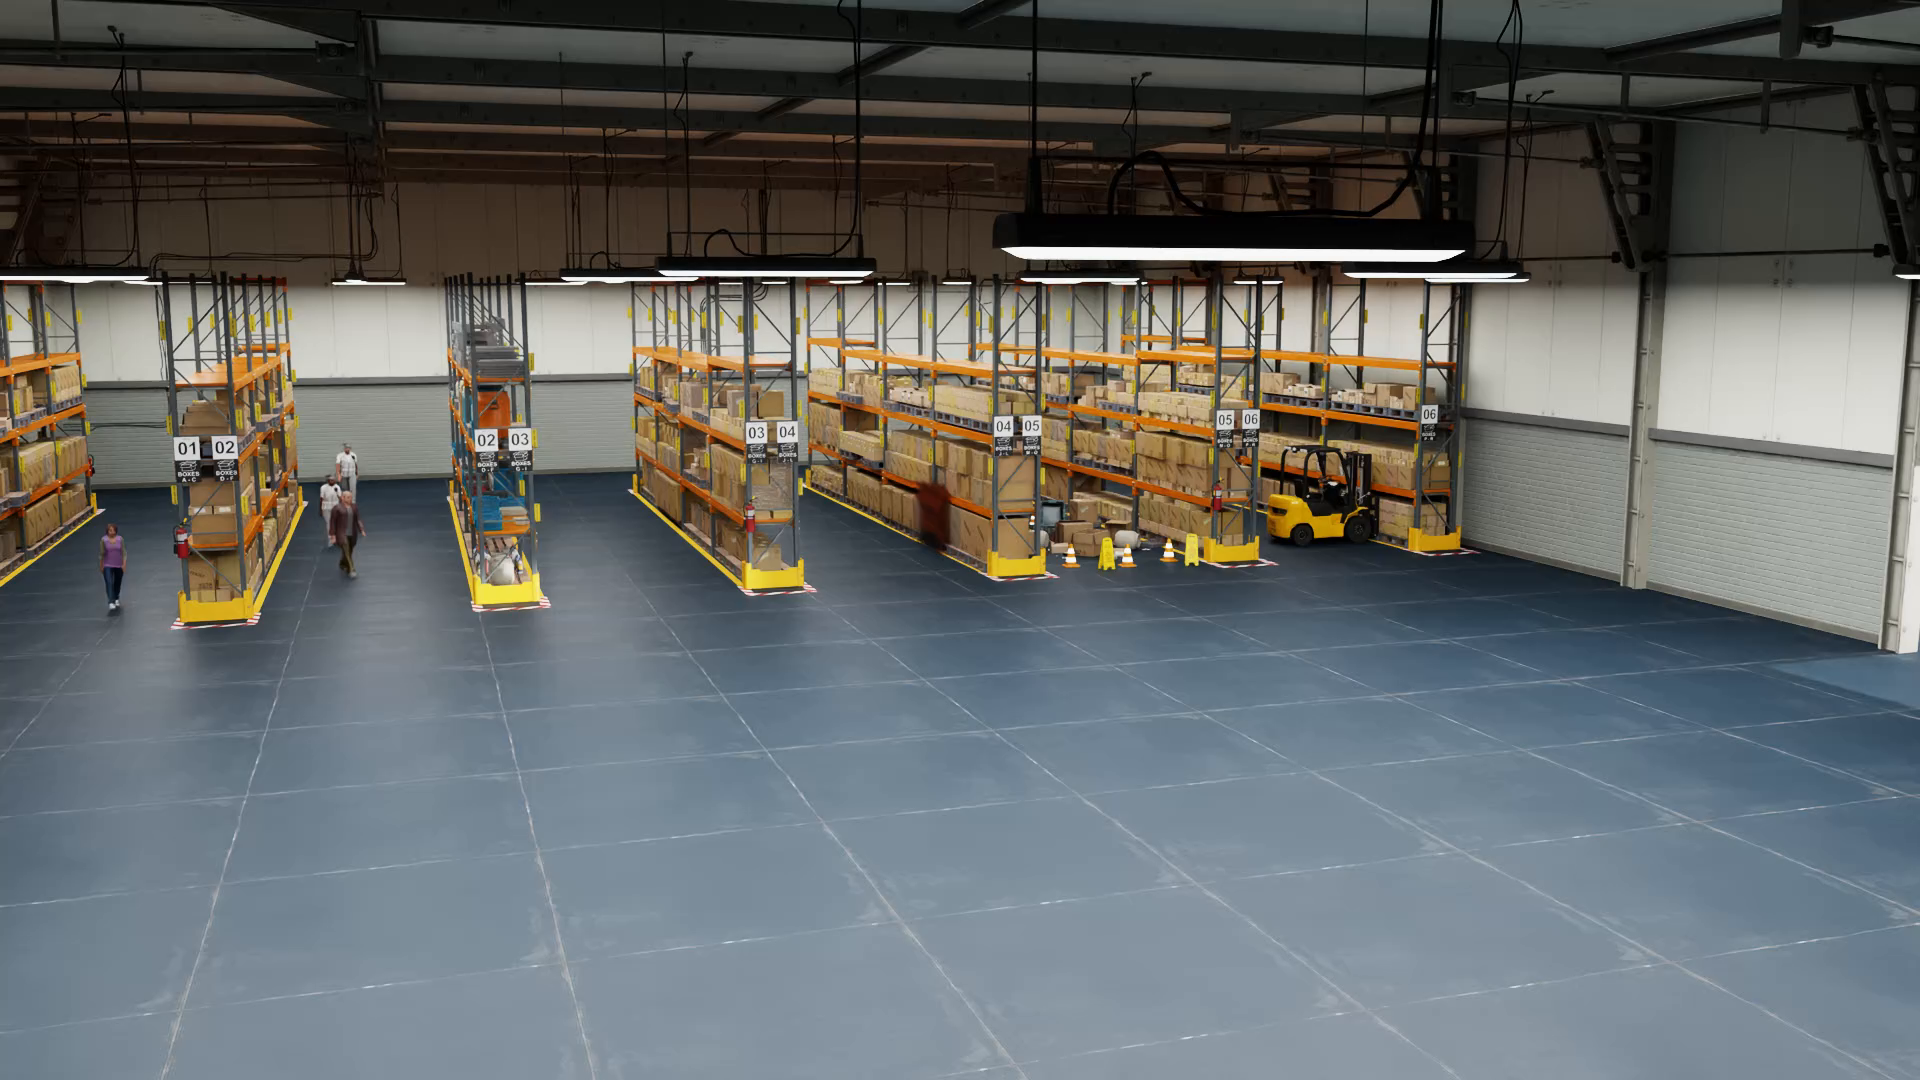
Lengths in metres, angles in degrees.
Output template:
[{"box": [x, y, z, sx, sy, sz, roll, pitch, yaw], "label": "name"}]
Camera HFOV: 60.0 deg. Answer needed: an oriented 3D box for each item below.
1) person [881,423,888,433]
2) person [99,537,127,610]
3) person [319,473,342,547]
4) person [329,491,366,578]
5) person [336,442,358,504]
[{"box": [-2.241, -2.568, 49.143, 0.540, 1.779, 0.637, 3, 9, 20], "label": "person"}, {"box": [-15.121, 0.592, 29.743, 0.443, 1.294, 0.986, -7, 11, -39], "label": "person"}, {"box": [-14.079, -0.701, 37.223, 0.490, 1.602, 1.052, -5, 10, -29], "label": "person"}, {"box": [-12.206, -0.134, 33.114, 0.666, 1.711, 1.198, -8, 12, -42], "label": "person"}, {"box": [-16.125, -1.724, 43.737, 0.533, 1.704, 1.099, -3, 9, -21], "label": "person"}]
